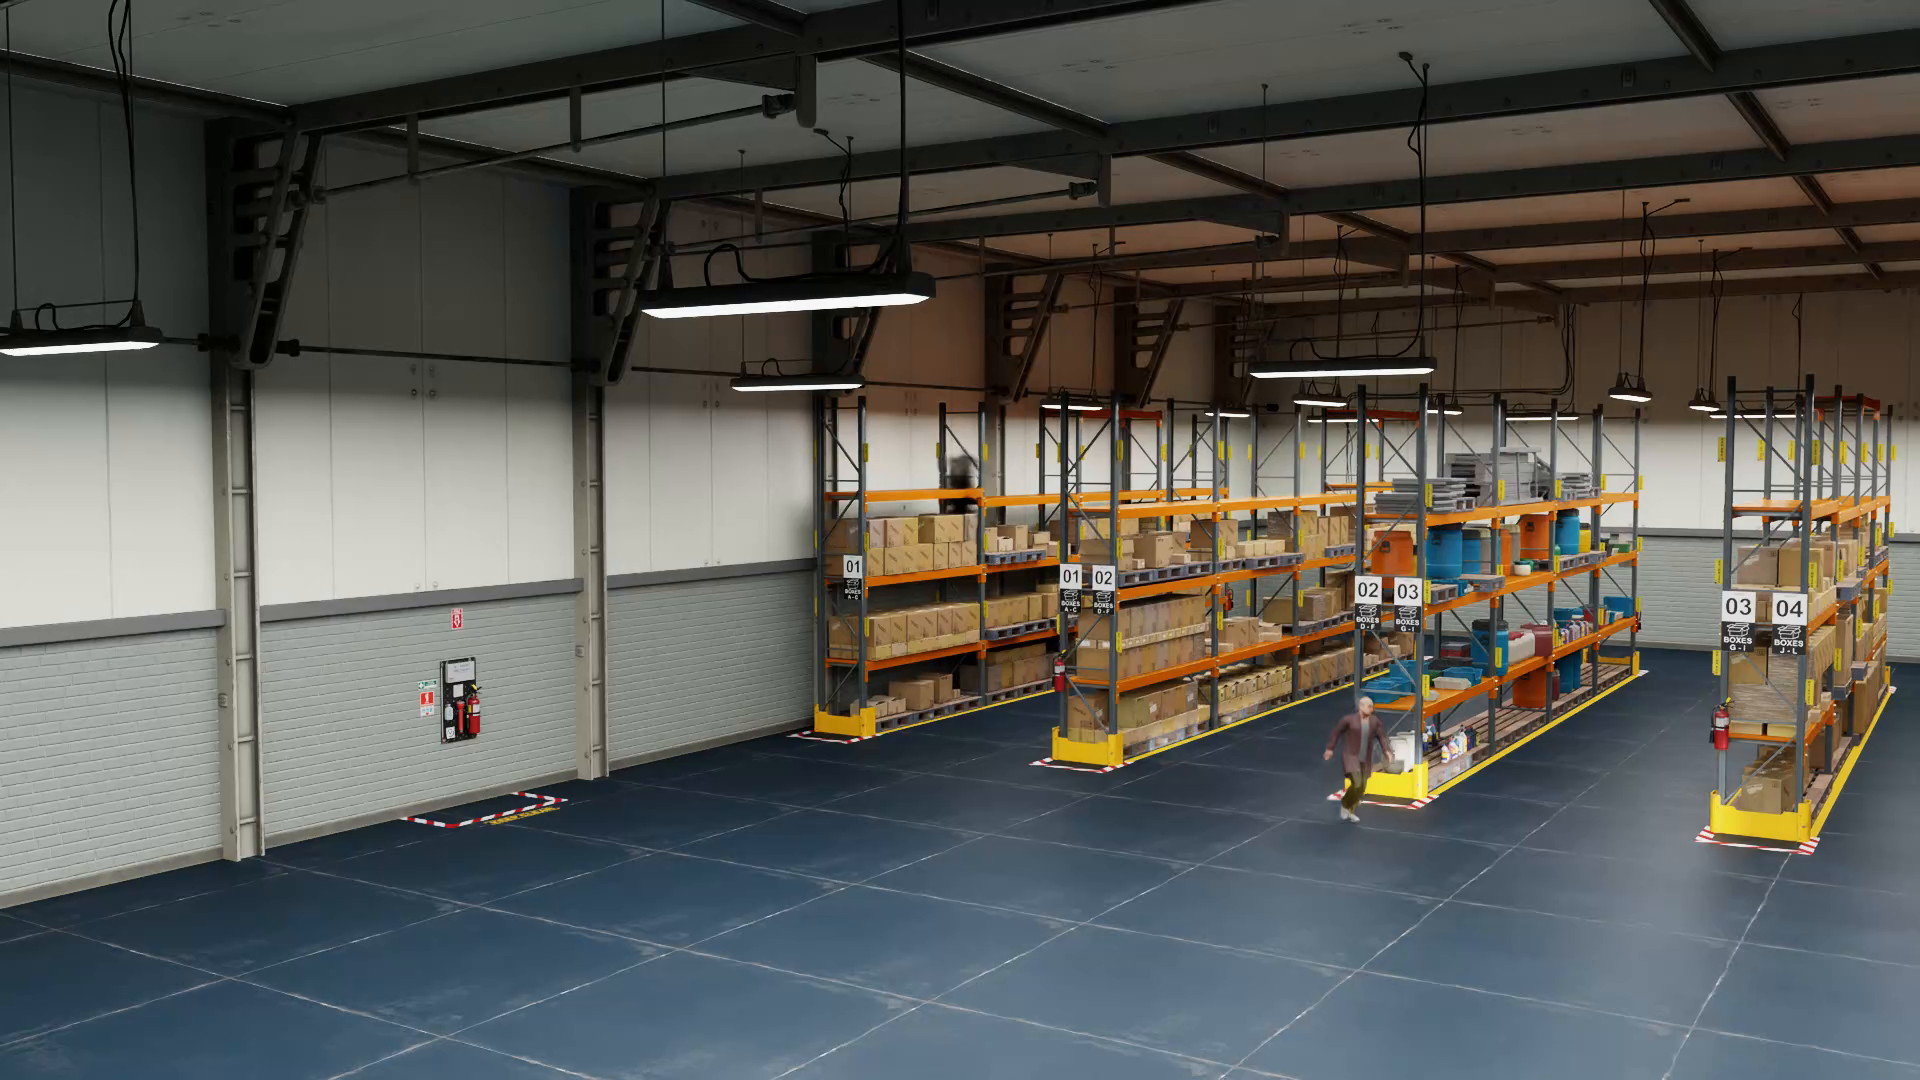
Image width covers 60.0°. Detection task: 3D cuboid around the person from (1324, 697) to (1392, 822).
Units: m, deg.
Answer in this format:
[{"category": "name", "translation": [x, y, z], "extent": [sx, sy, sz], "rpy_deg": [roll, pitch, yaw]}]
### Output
[{"category": "person", "translation": [5.382, 2.953, 22.289], "extent": [0.696, 1.726, 0.836], "rpy_deg": [-1, 3, -18]}]
